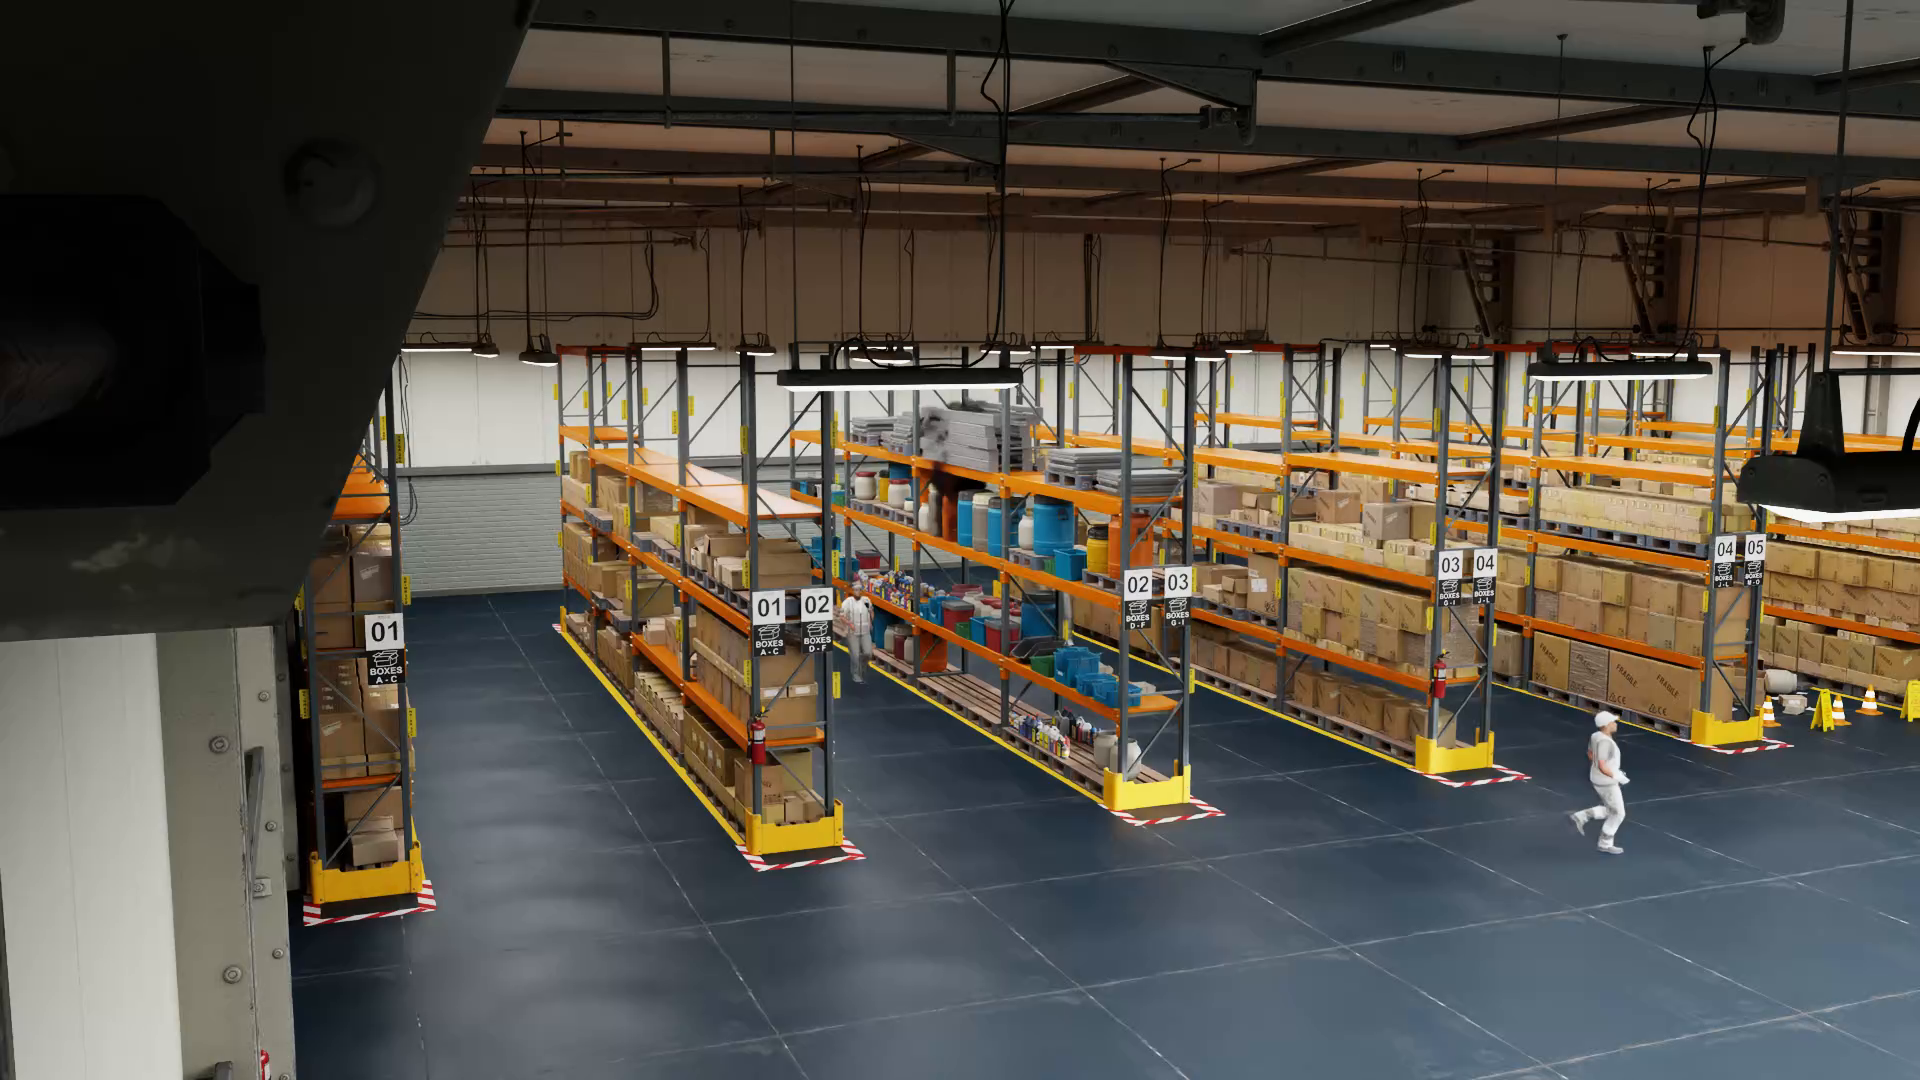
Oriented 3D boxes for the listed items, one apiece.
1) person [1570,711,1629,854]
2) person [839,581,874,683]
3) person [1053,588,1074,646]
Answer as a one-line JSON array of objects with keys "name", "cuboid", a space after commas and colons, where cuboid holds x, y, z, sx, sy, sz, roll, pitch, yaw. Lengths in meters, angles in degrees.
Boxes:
[{"name": "person", "cuboid": [7.743, 2.928, 20.115, 0.615, 1.745, 0.656, 1, 7, 10]}, {"name": "person", "cuboid": [-1.716, 1.592, 28.381, 0.638, 1.798, 0.559, -3, 8, -19]}, {"name": "person", "cuboid": [1.935, 1.157, 32.321, 0.566, 1.726, 0.807, -4, 8, -26]}]
